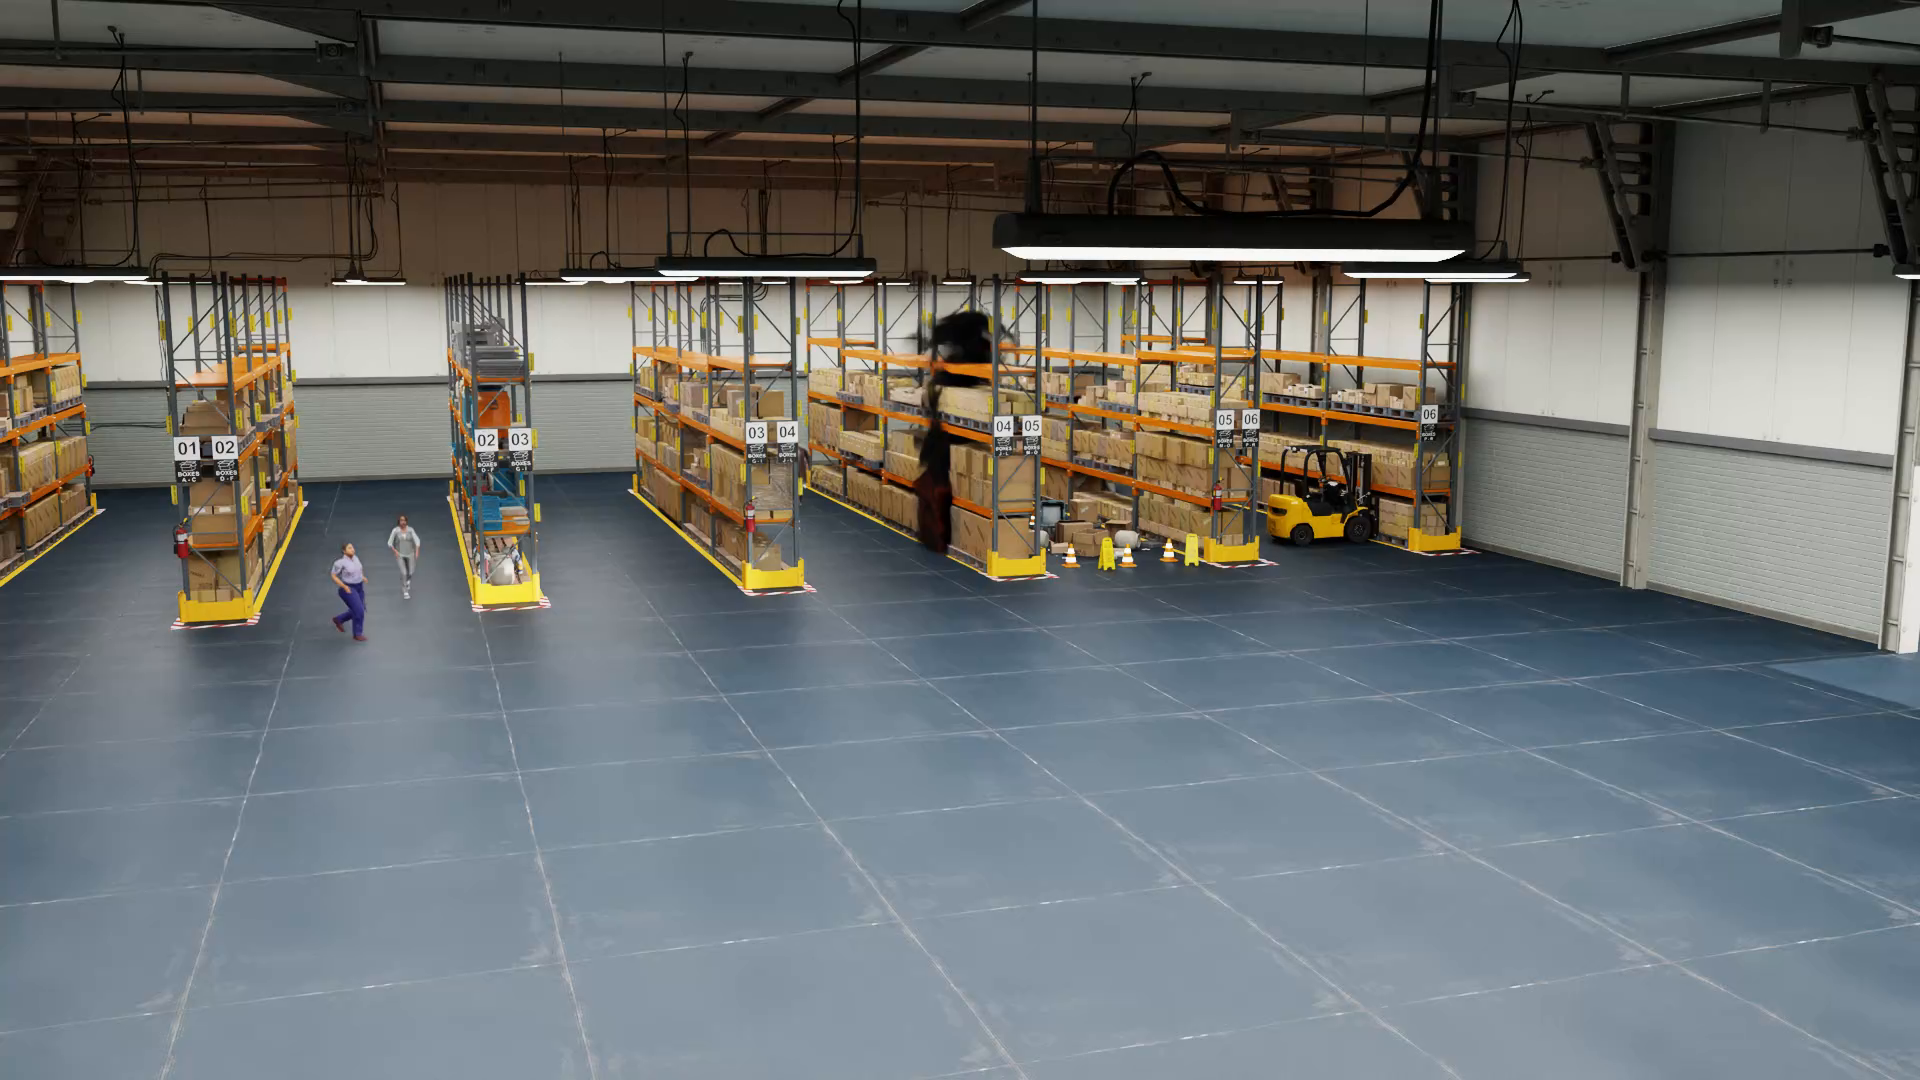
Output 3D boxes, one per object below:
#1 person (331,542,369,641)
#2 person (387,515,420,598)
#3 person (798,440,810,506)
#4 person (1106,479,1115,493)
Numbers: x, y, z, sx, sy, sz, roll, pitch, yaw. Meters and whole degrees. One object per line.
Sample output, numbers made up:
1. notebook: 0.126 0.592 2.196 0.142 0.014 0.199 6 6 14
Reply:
1. person: -10.013 0.841 27.261 0.674 1.637 0.602 3 9 16
2. person: -10.371 0.298 31.023 0.581 1.547 0.576 -5 10 -28
3. person: -4.340 -1.821 44.388 0.716 1.767 0.827 -3 9 -17
4. person: 4.069 -1.943 45.111 0.669 1.786 0.719 -5 10 -30
